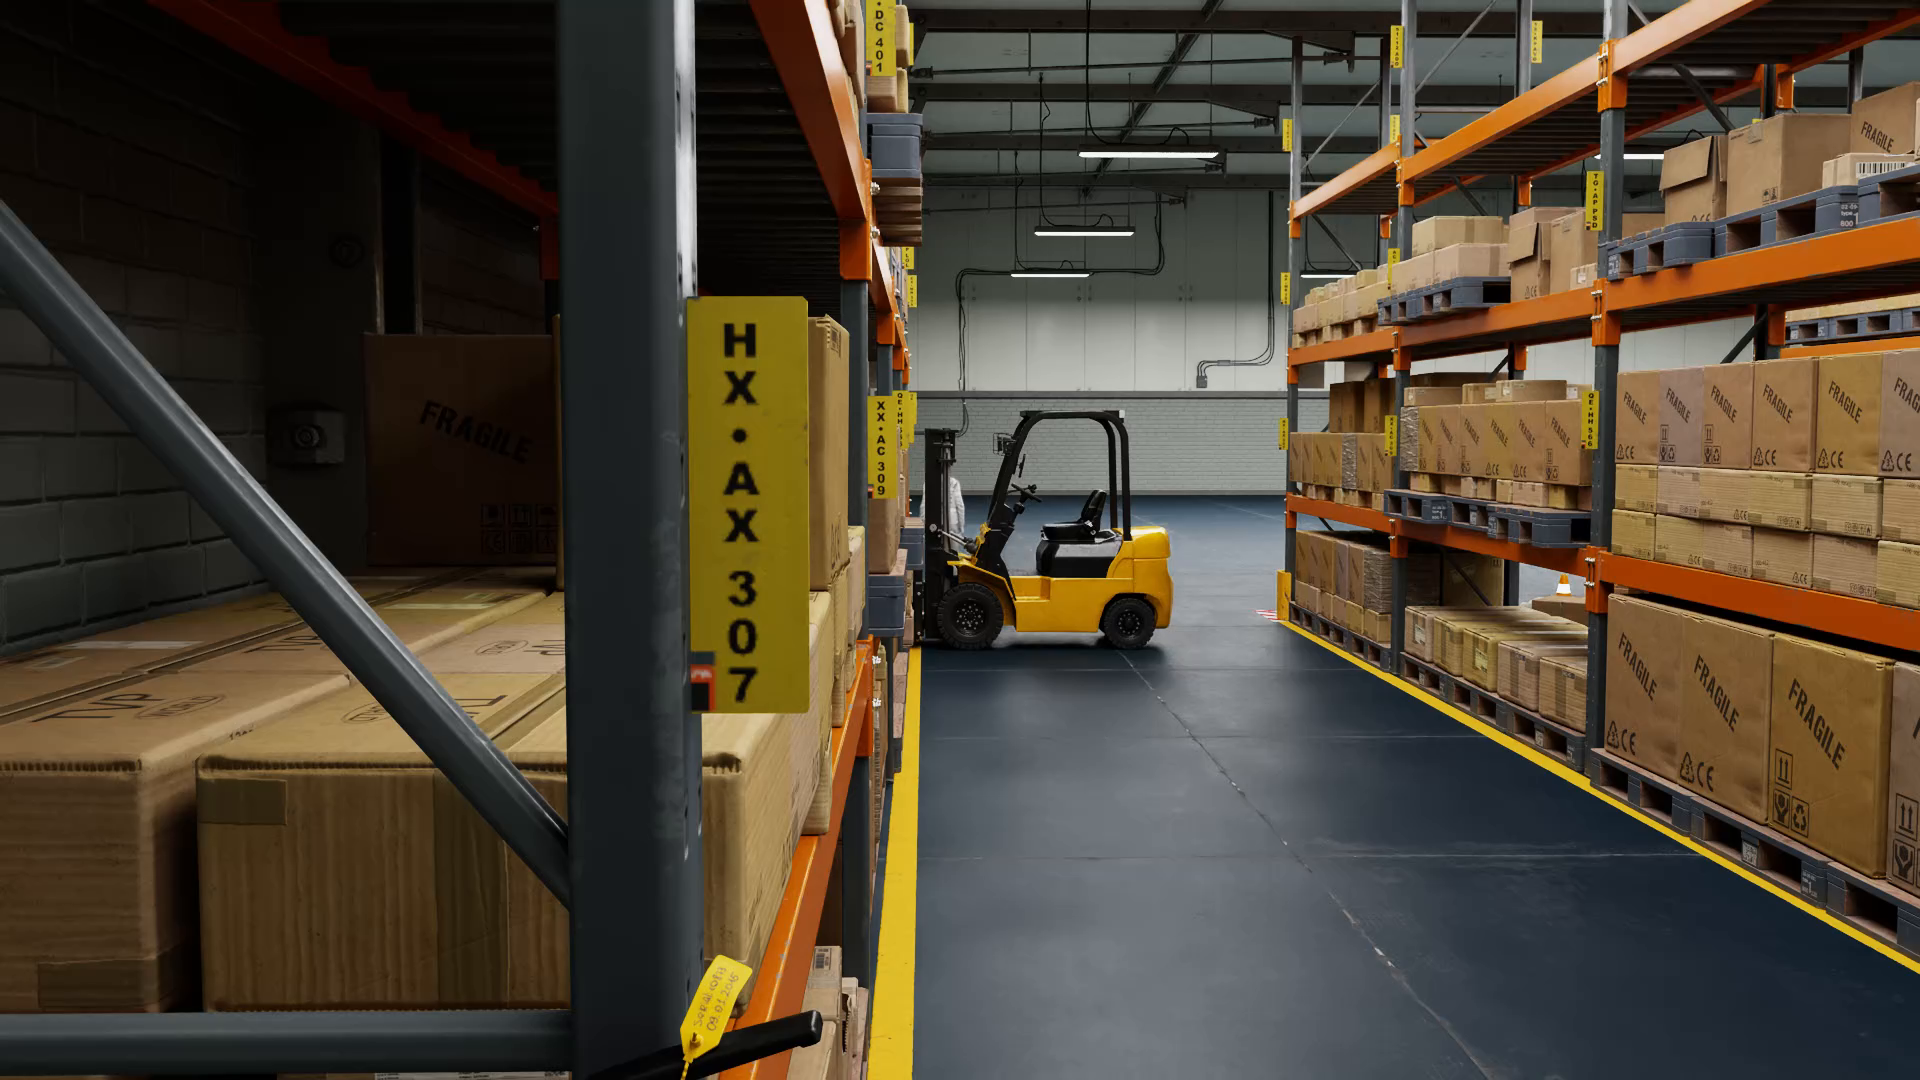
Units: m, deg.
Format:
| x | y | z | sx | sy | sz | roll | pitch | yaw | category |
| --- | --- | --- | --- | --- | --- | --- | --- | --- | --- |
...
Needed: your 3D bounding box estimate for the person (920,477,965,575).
| x | y | z | sx | sy | sz | roll | pitch | yaw | category |
| --- | --- | --- | --- | --- | --- | --- | --- | --- | --- |
| -0.211 | -0.157 | 19.656 | 0.536 | 1.663 | 0.378 | 0 | 4 | -2 | person |
